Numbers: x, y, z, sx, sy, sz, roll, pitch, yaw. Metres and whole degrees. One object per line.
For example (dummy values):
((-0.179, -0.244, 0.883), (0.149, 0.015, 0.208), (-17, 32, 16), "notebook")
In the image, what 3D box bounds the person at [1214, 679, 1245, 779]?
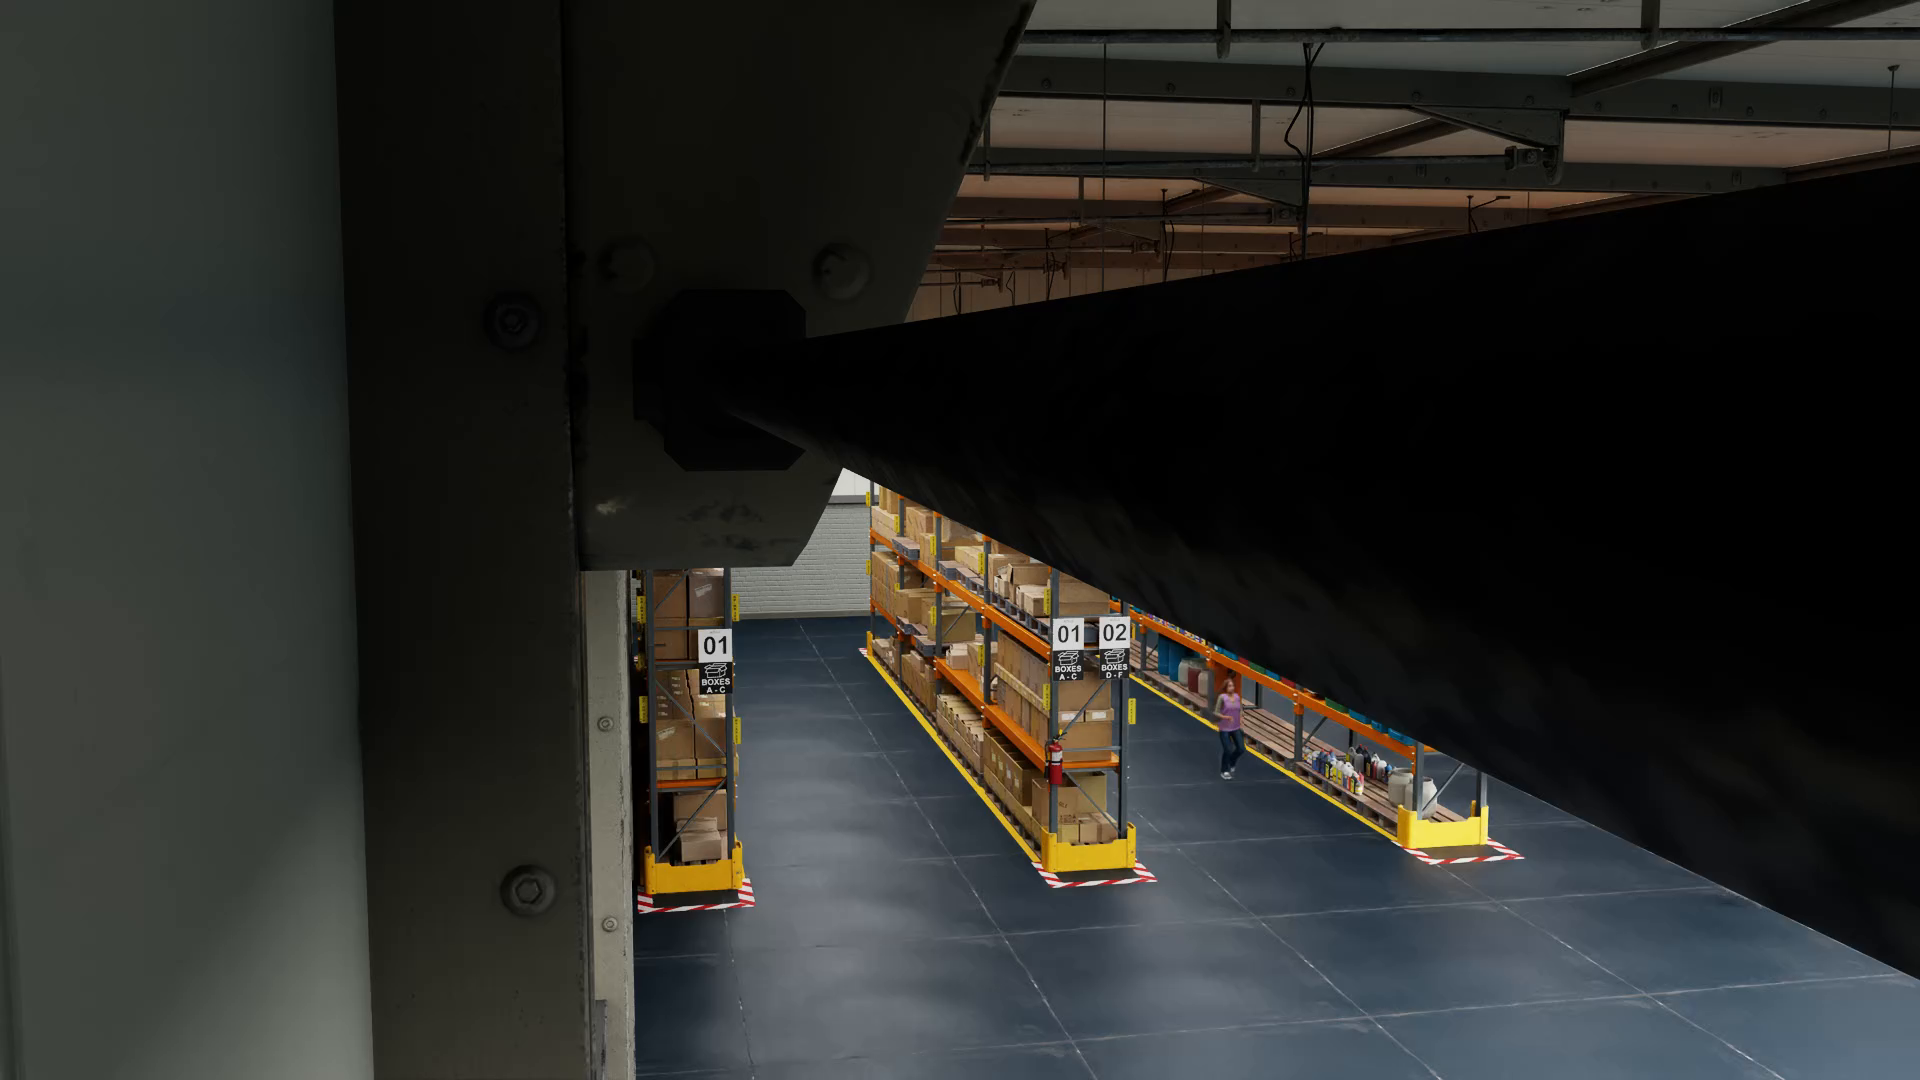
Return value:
((4.145, 2.907, 25.358), (0.521, 1.539, 0.555), (-2, 6, -17), "person")
